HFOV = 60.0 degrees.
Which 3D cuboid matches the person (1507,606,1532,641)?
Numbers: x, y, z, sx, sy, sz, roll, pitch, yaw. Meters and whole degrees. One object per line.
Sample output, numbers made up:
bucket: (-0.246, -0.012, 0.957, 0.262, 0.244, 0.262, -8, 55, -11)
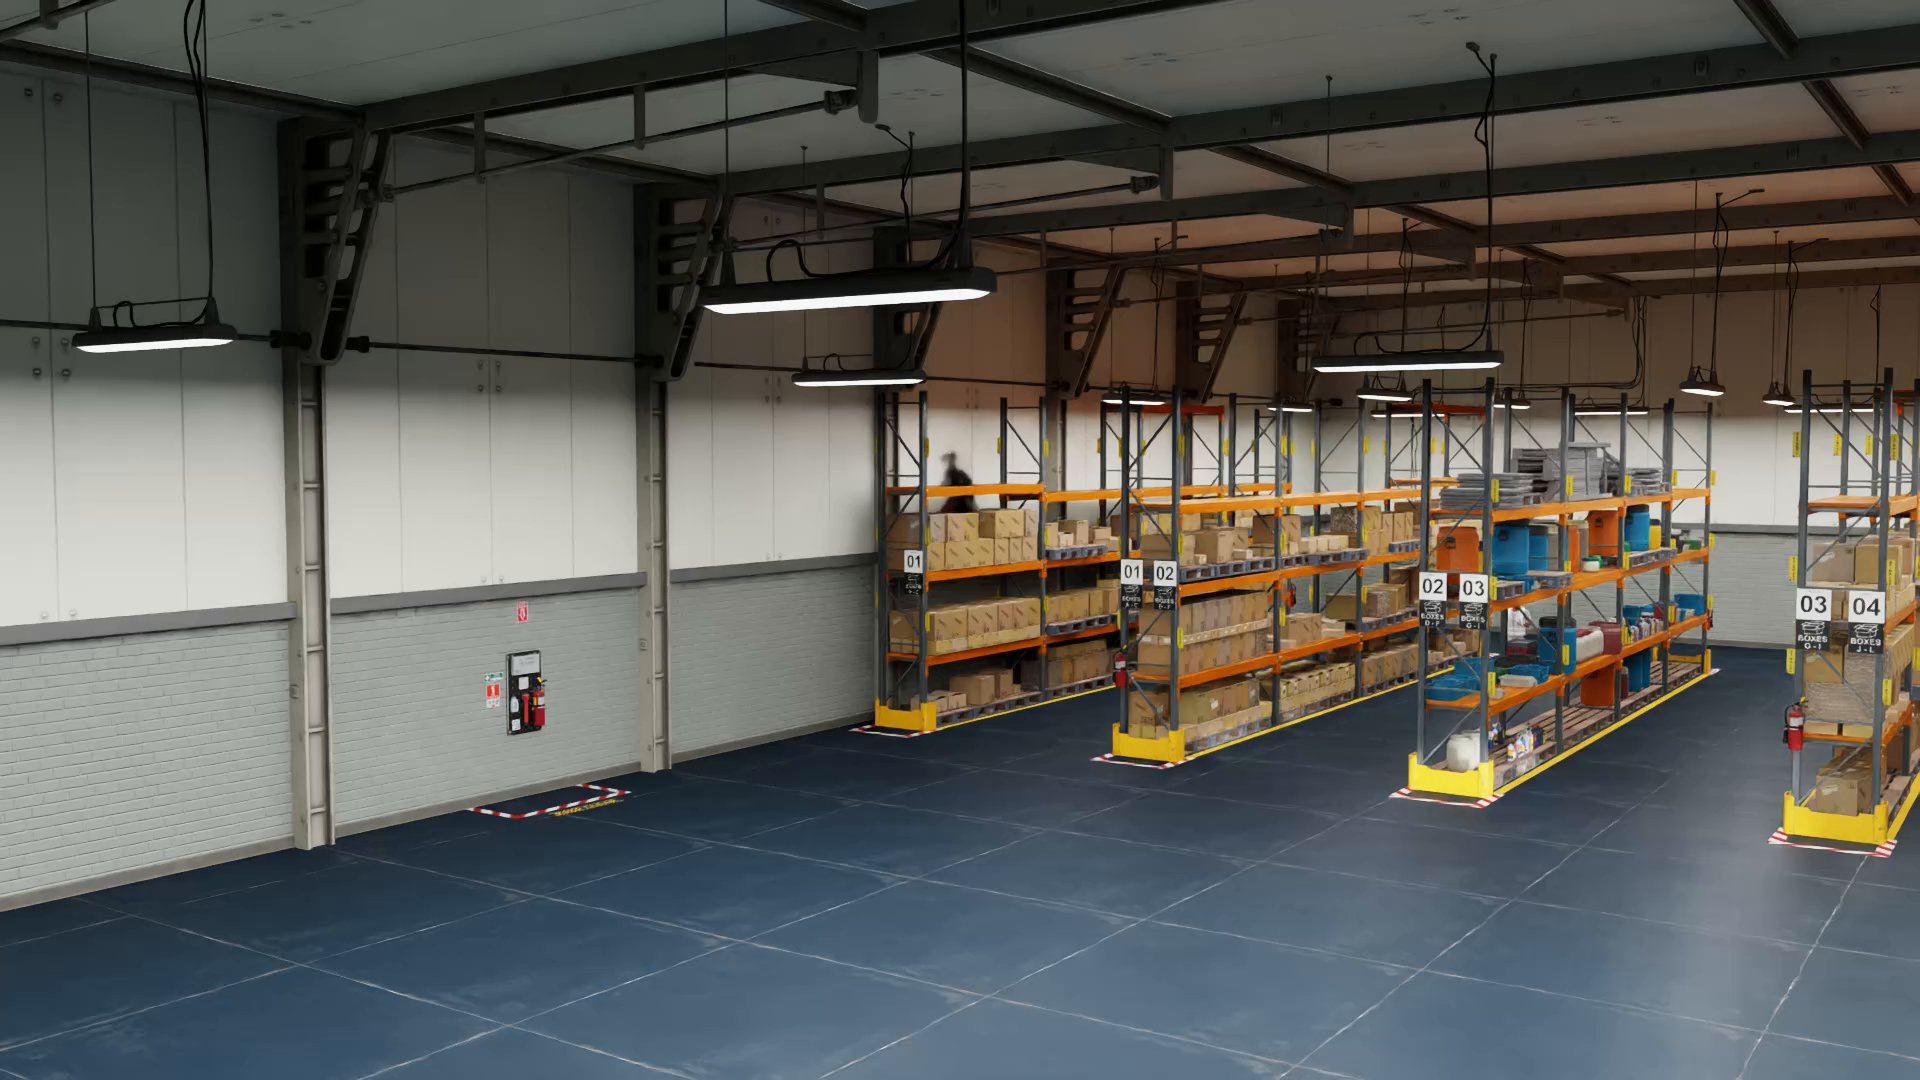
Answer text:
person: (12.157, 2.083, 36.354, 0.688, 1.766, 0.933, 2, 4, 28)
